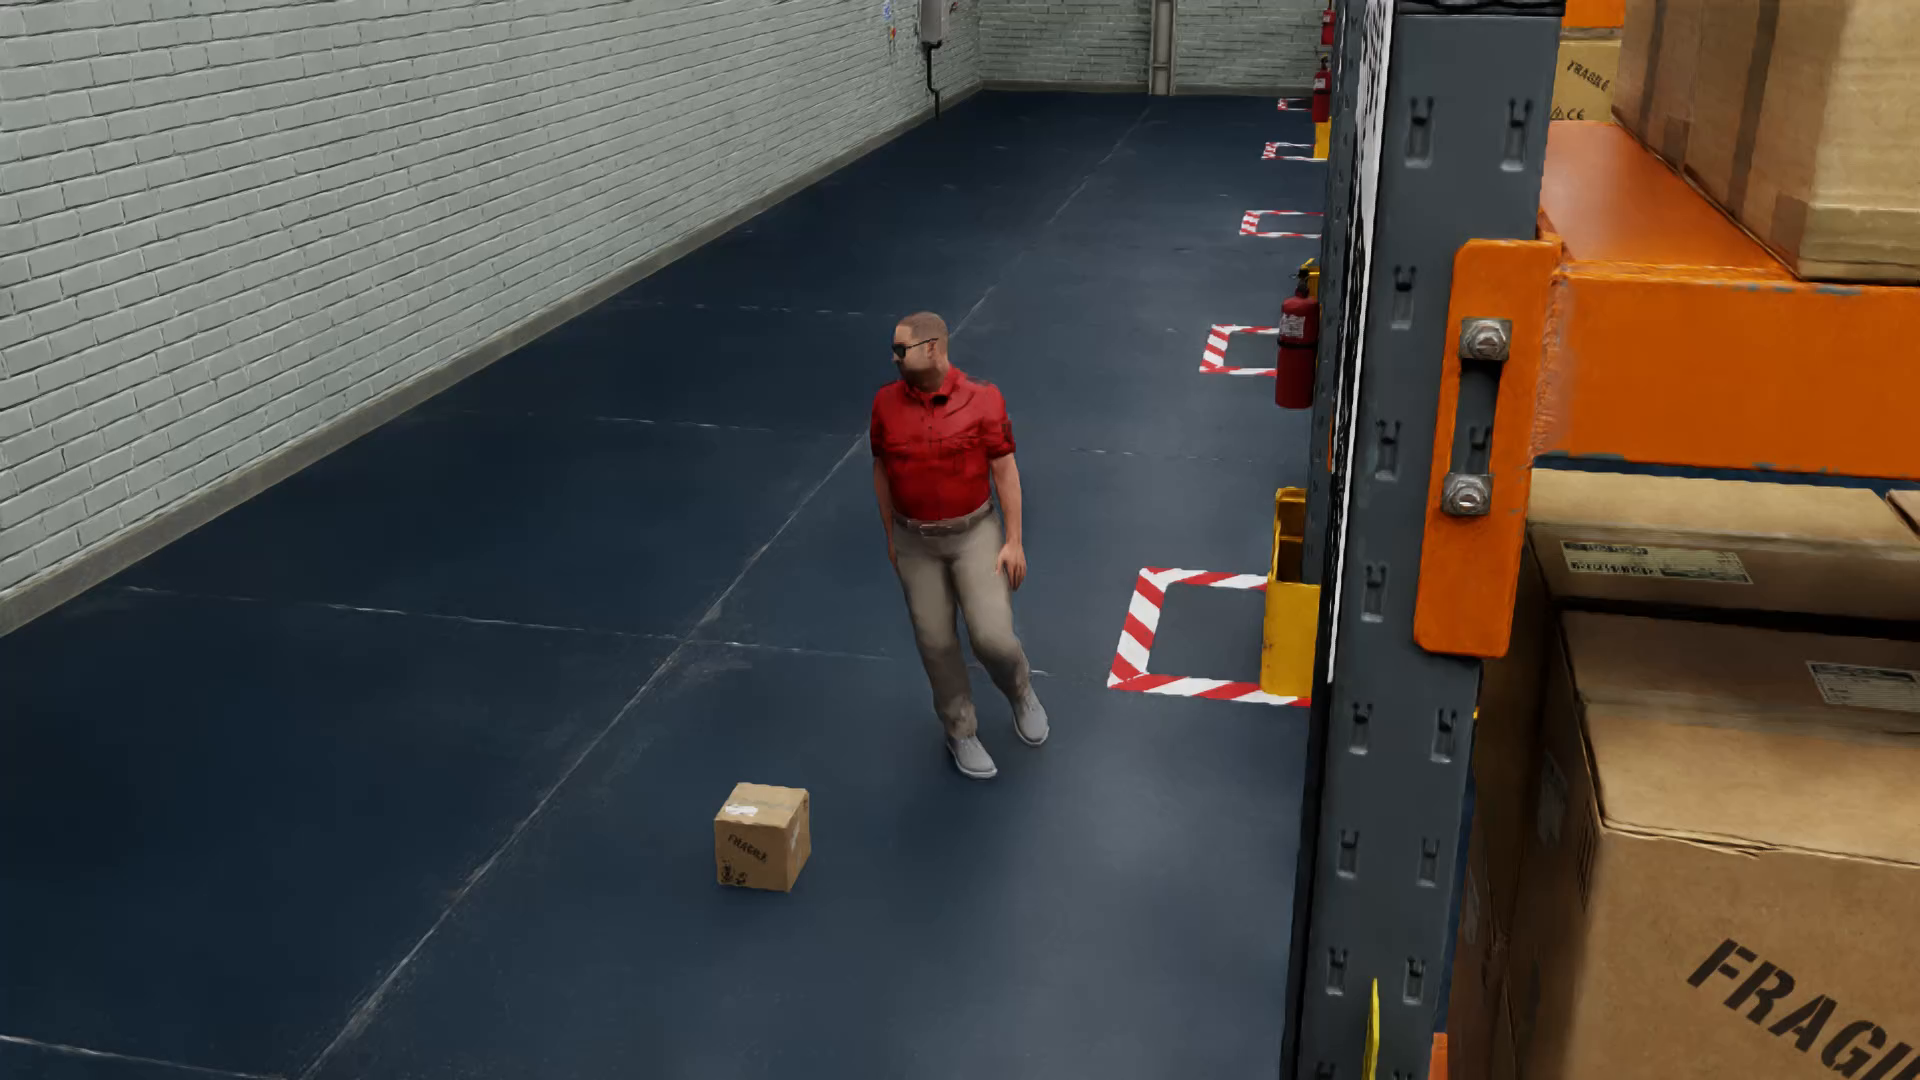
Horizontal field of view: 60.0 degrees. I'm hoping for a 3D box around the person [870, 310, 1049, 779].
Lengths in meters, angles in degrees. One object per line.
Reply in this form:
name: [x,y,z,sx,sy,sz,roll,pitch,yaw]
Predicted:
person: [-0.008,0.013,6.107,0.684,1.711,0.476,4,22,10]
